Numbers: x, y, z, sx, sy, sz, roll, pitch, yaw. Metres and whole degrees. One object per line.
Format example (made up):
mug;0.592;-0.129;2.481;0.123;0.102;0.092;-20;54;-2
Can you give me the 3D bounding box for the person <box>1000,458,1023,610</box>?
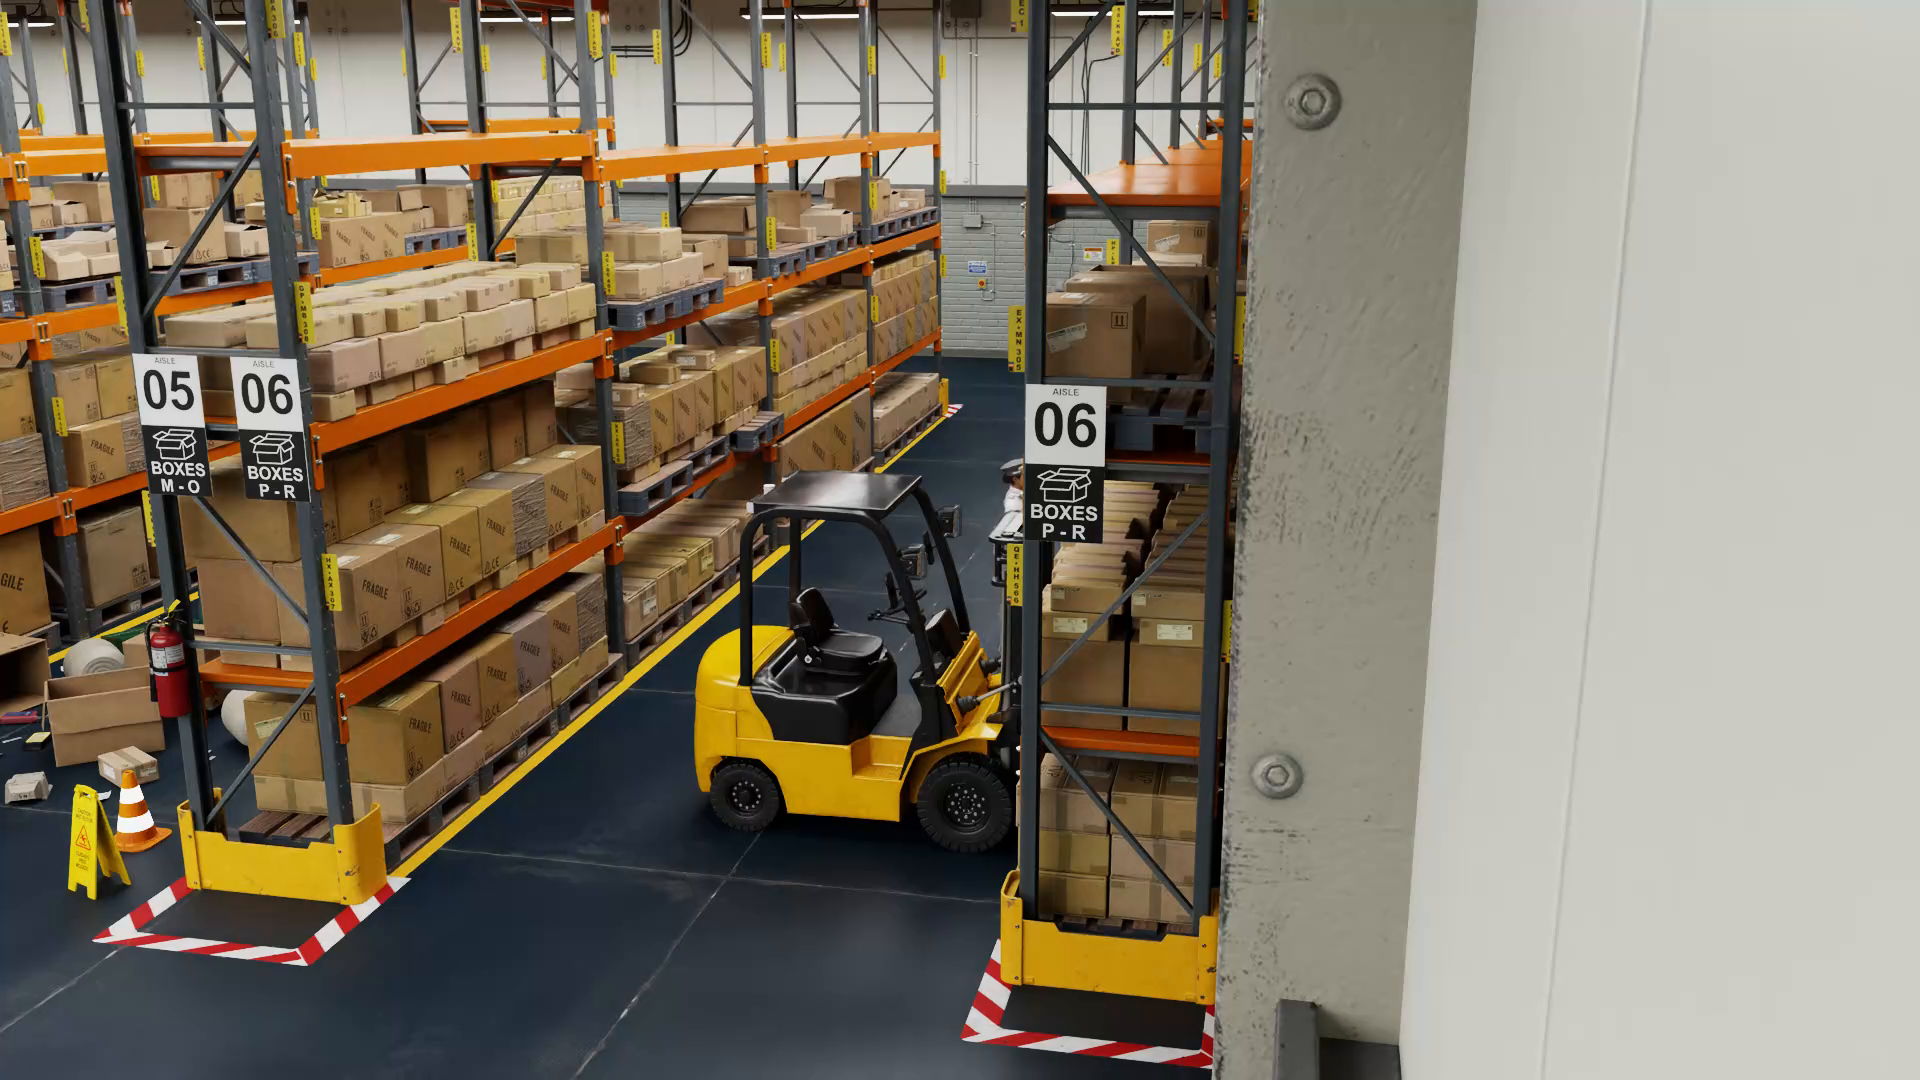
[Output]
person;0.507;0.144;13.960;0.346;1.715;0.470;1;15;4
